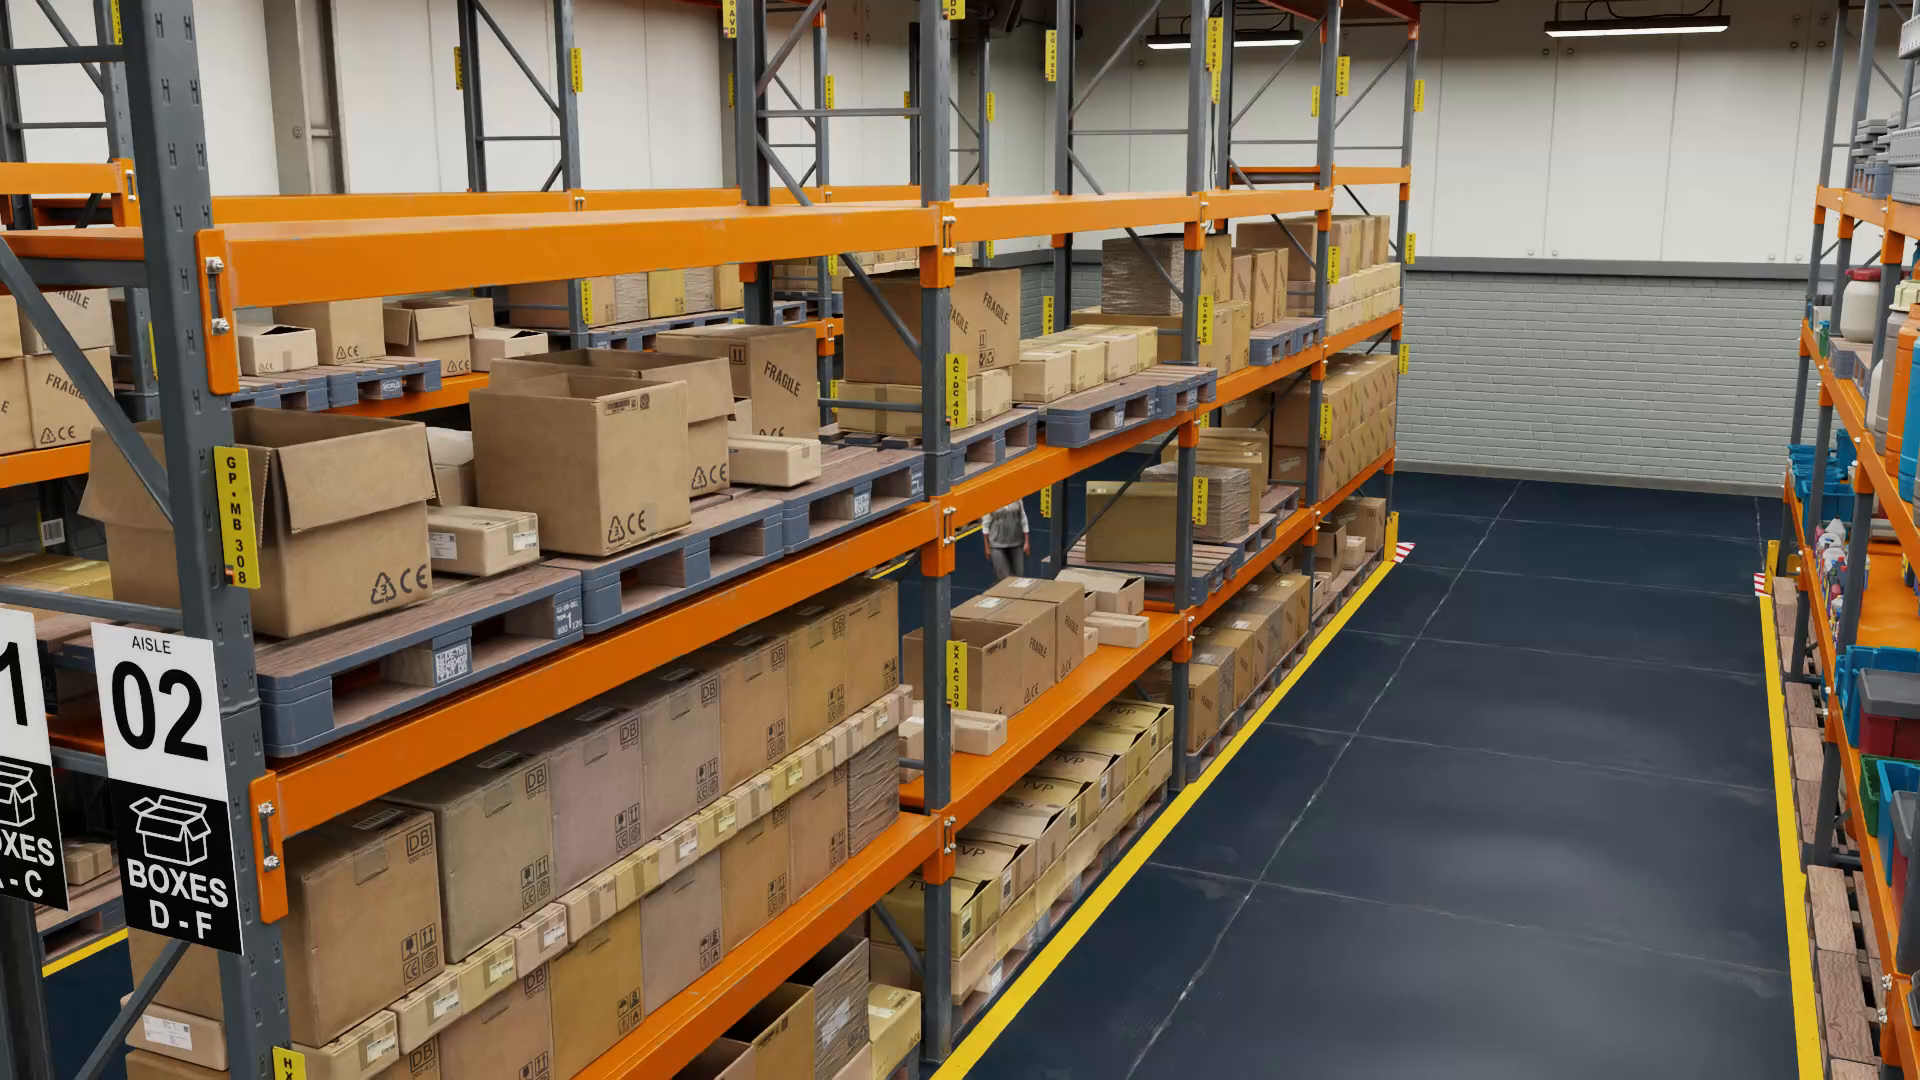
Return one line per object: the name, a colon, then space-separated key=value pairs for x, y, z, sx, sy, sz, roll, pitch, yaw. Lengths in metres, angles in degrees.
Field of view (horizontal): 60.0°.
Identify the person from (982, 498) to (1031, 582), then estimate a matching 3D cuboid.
person: x=0.423 y=0.043 z=15.752 sx=0.455 sy=1.590 sz=0.625 roll=-3 pitch=13 yaw=-14
